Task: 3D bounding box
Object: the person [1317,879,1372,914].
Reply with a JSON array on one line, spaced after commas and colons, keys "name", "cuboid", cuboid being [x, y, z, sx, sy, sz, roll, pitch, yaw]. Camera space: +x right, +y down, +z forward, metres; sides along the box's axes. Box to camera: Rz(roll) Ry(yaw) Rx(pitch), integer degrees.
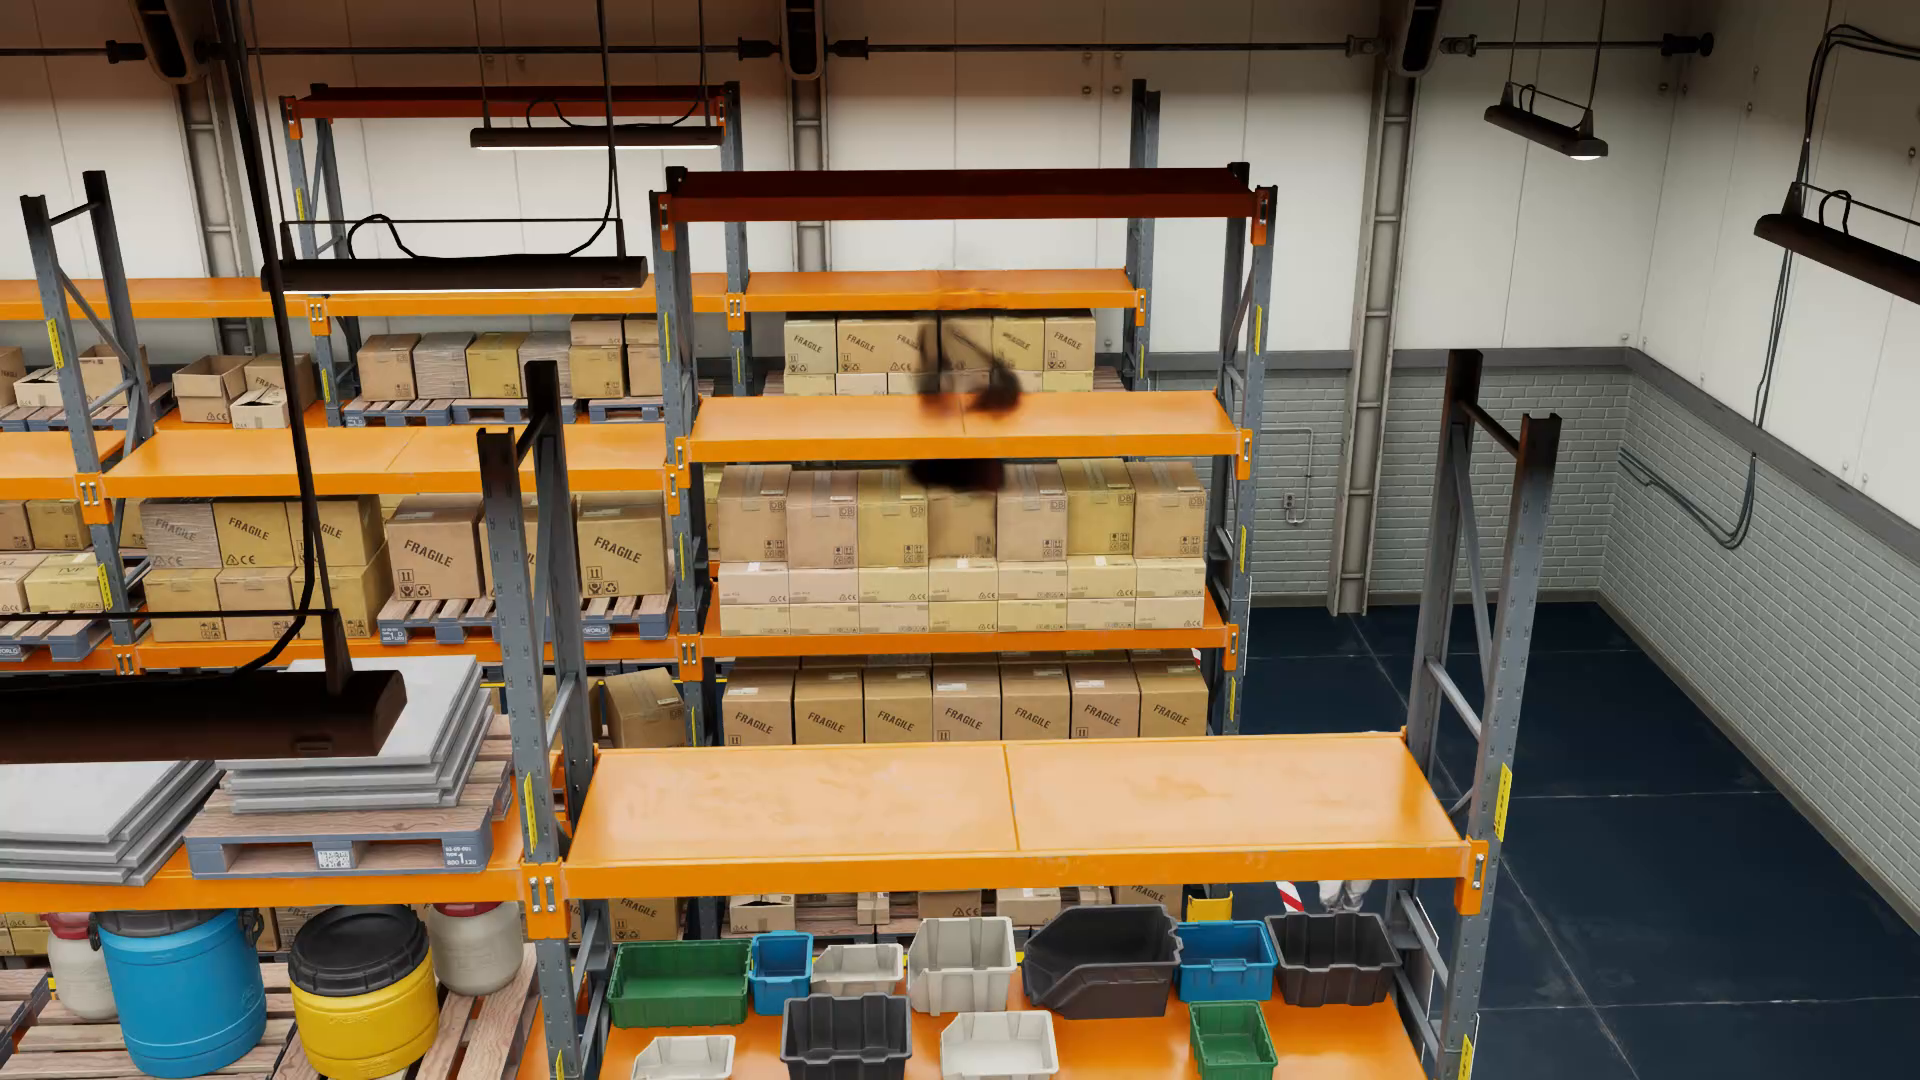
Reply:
[{"name": "person", "cuboid": [3.039, 2.398, 12.898, 0.657, 1.739, 0.662, 9, 24, 21]}]
